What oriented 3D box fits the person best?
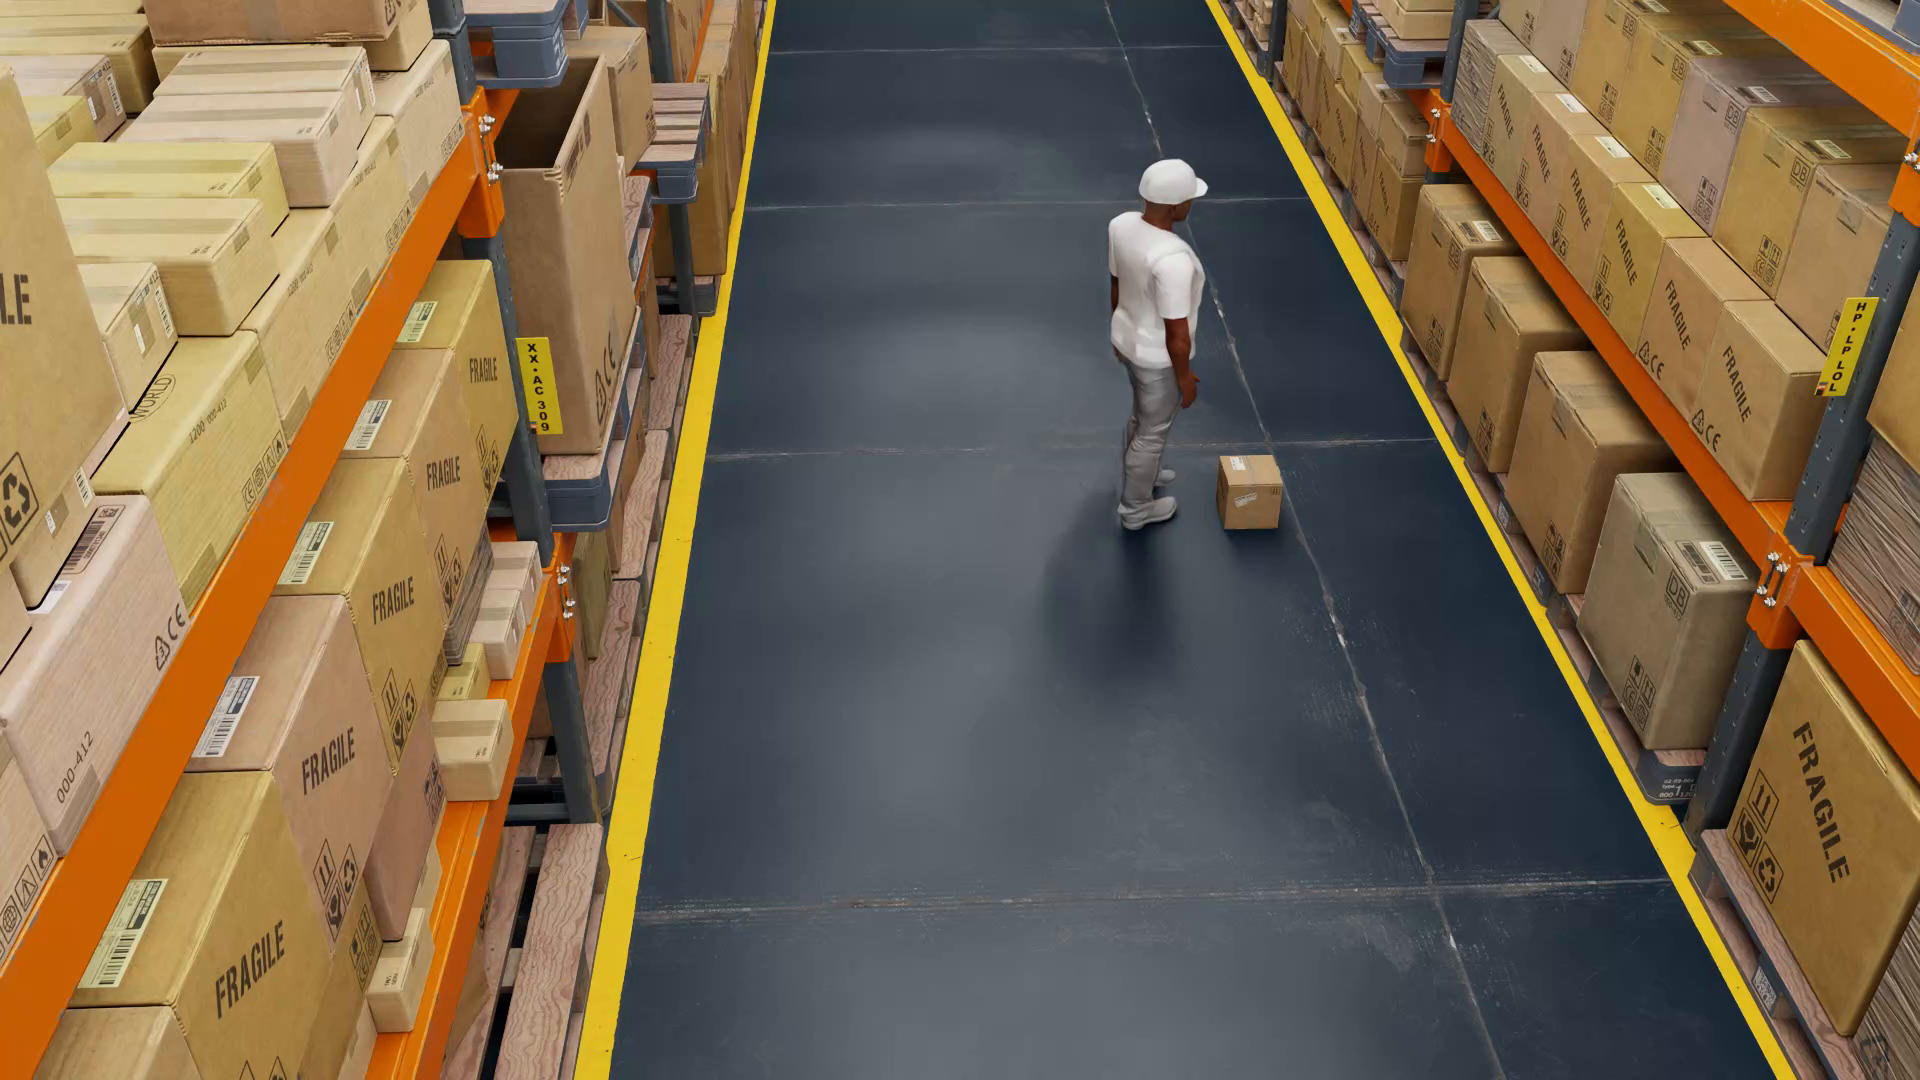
[{"bbox_3d":[0.919,-0.850,7.347,0.508,1.798,0.607,-14,37,-18],"label":"person"}]
